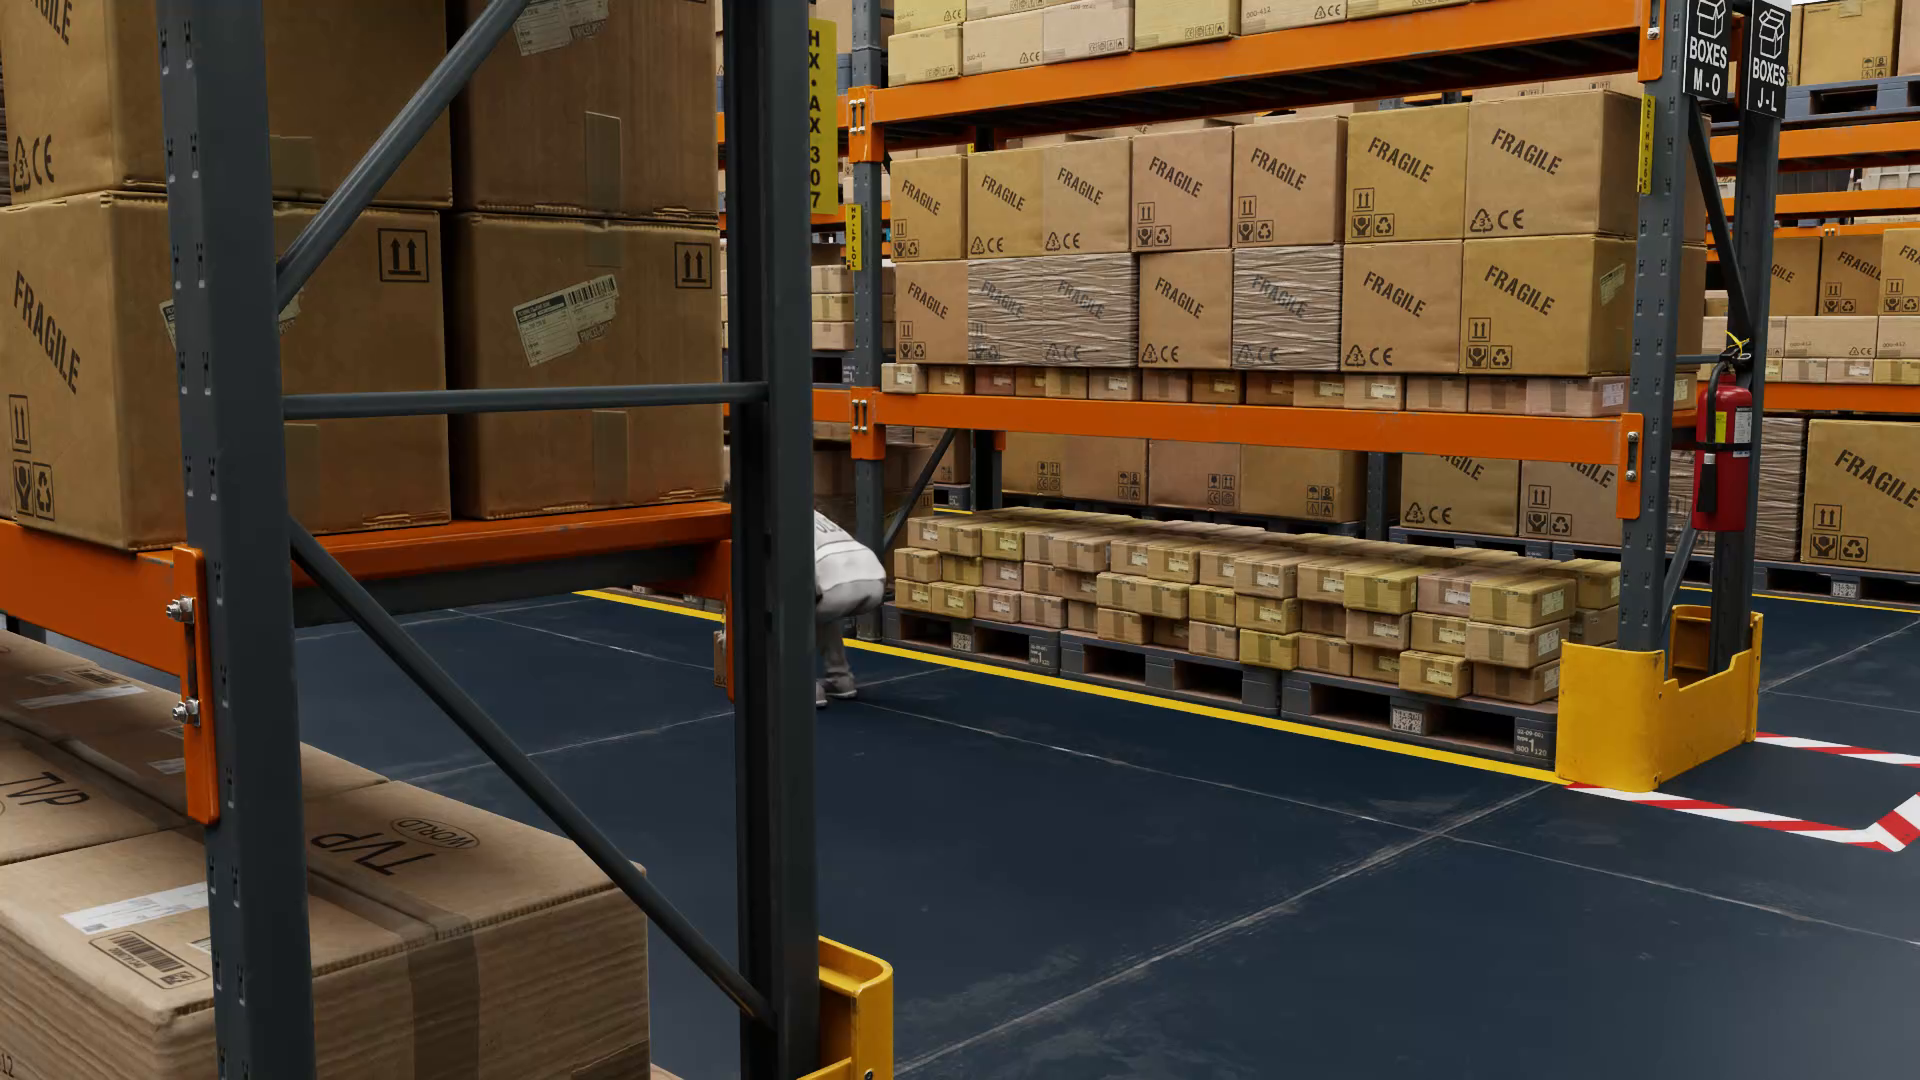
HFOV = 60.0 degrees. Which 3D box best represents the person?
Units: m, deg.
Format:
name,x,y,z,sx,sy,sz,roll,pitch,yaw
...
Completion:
name,x,y,z,sx,sy,sz,roll,pitch,yaw
person,-0.722,0.215,7.302,0.845,0.984,0.489,7,10,43
